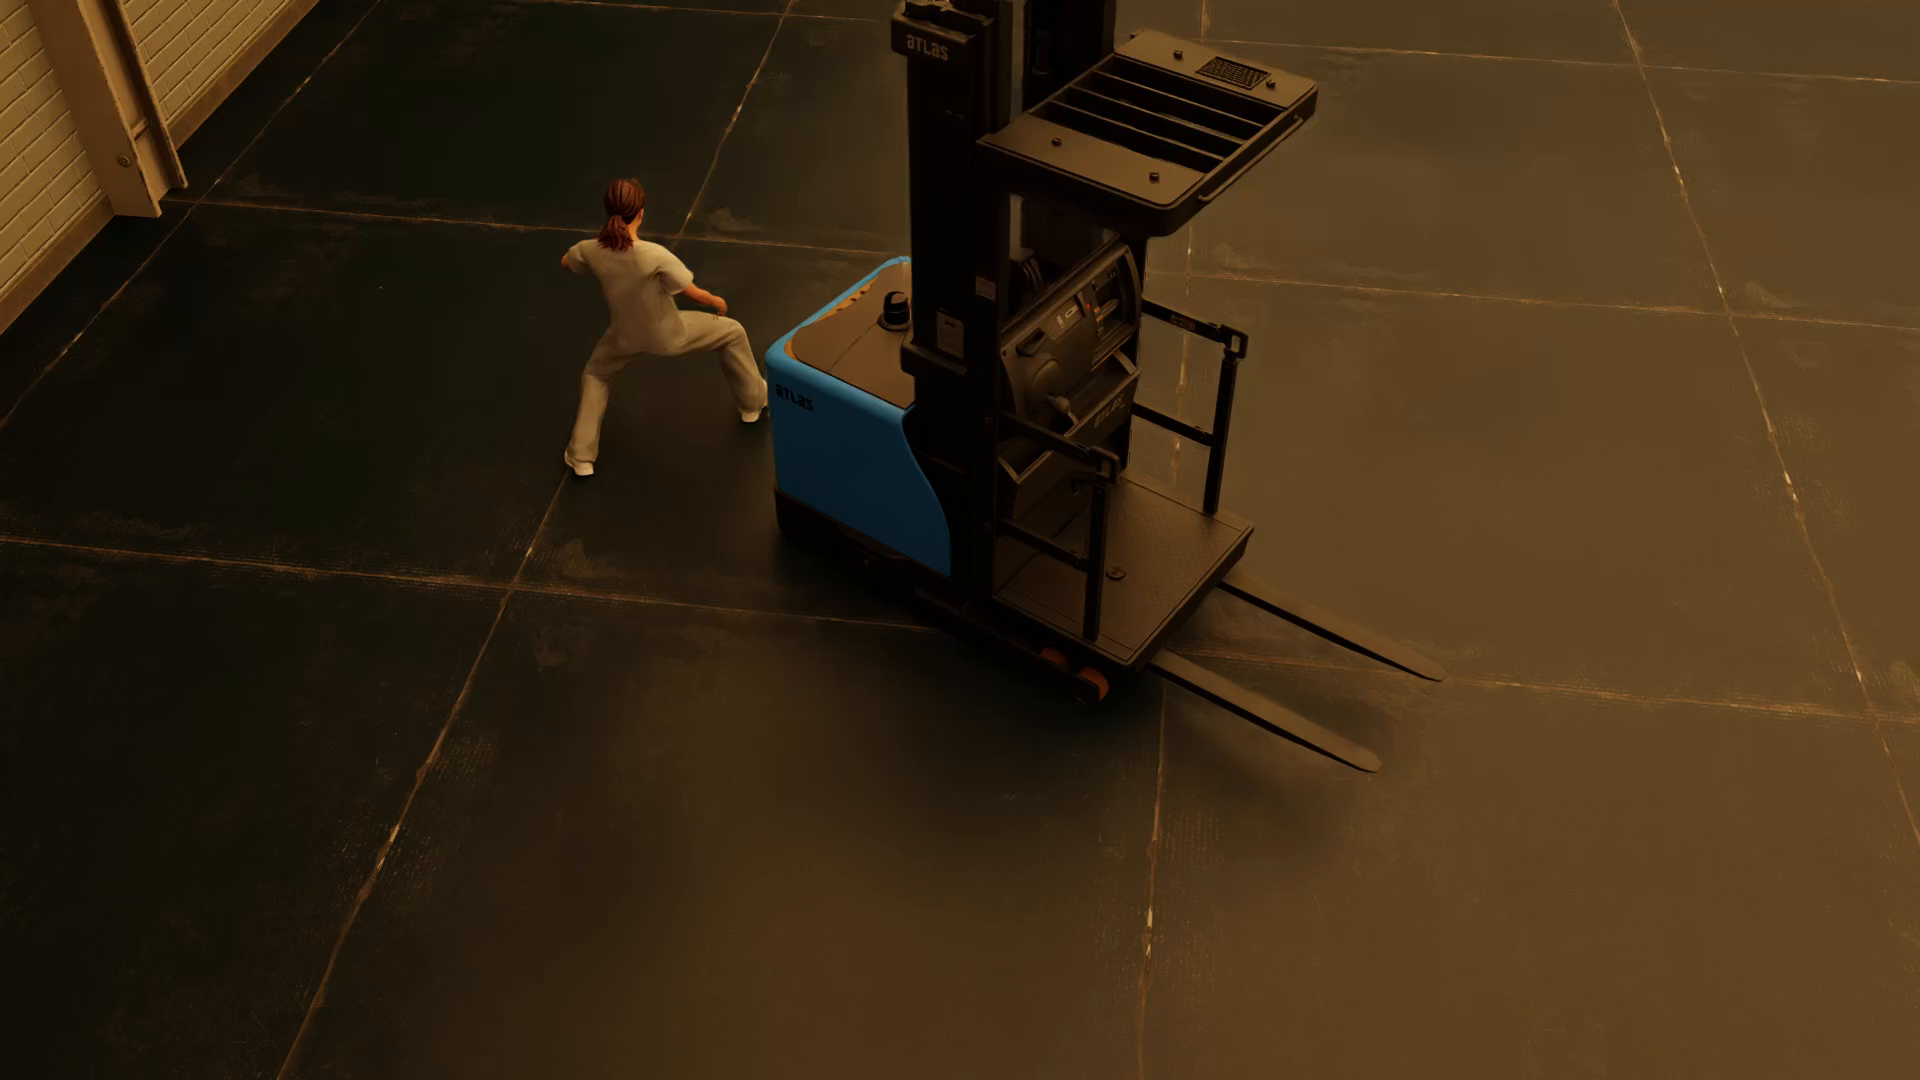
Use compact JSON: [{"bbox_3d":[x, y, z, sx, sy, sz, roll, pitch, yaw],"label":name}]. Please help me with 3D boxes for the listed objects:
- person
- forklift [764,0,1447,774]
[{"bbox_3d":[-1.495,-1.081,7.987,0.925,1.531,0.894,9,43,10],"label":"person"},{"bbox_3d":[0.621,-0.783,6.577,3.031,2.935,1.130,26,49,26],"label":"forklift"}]
